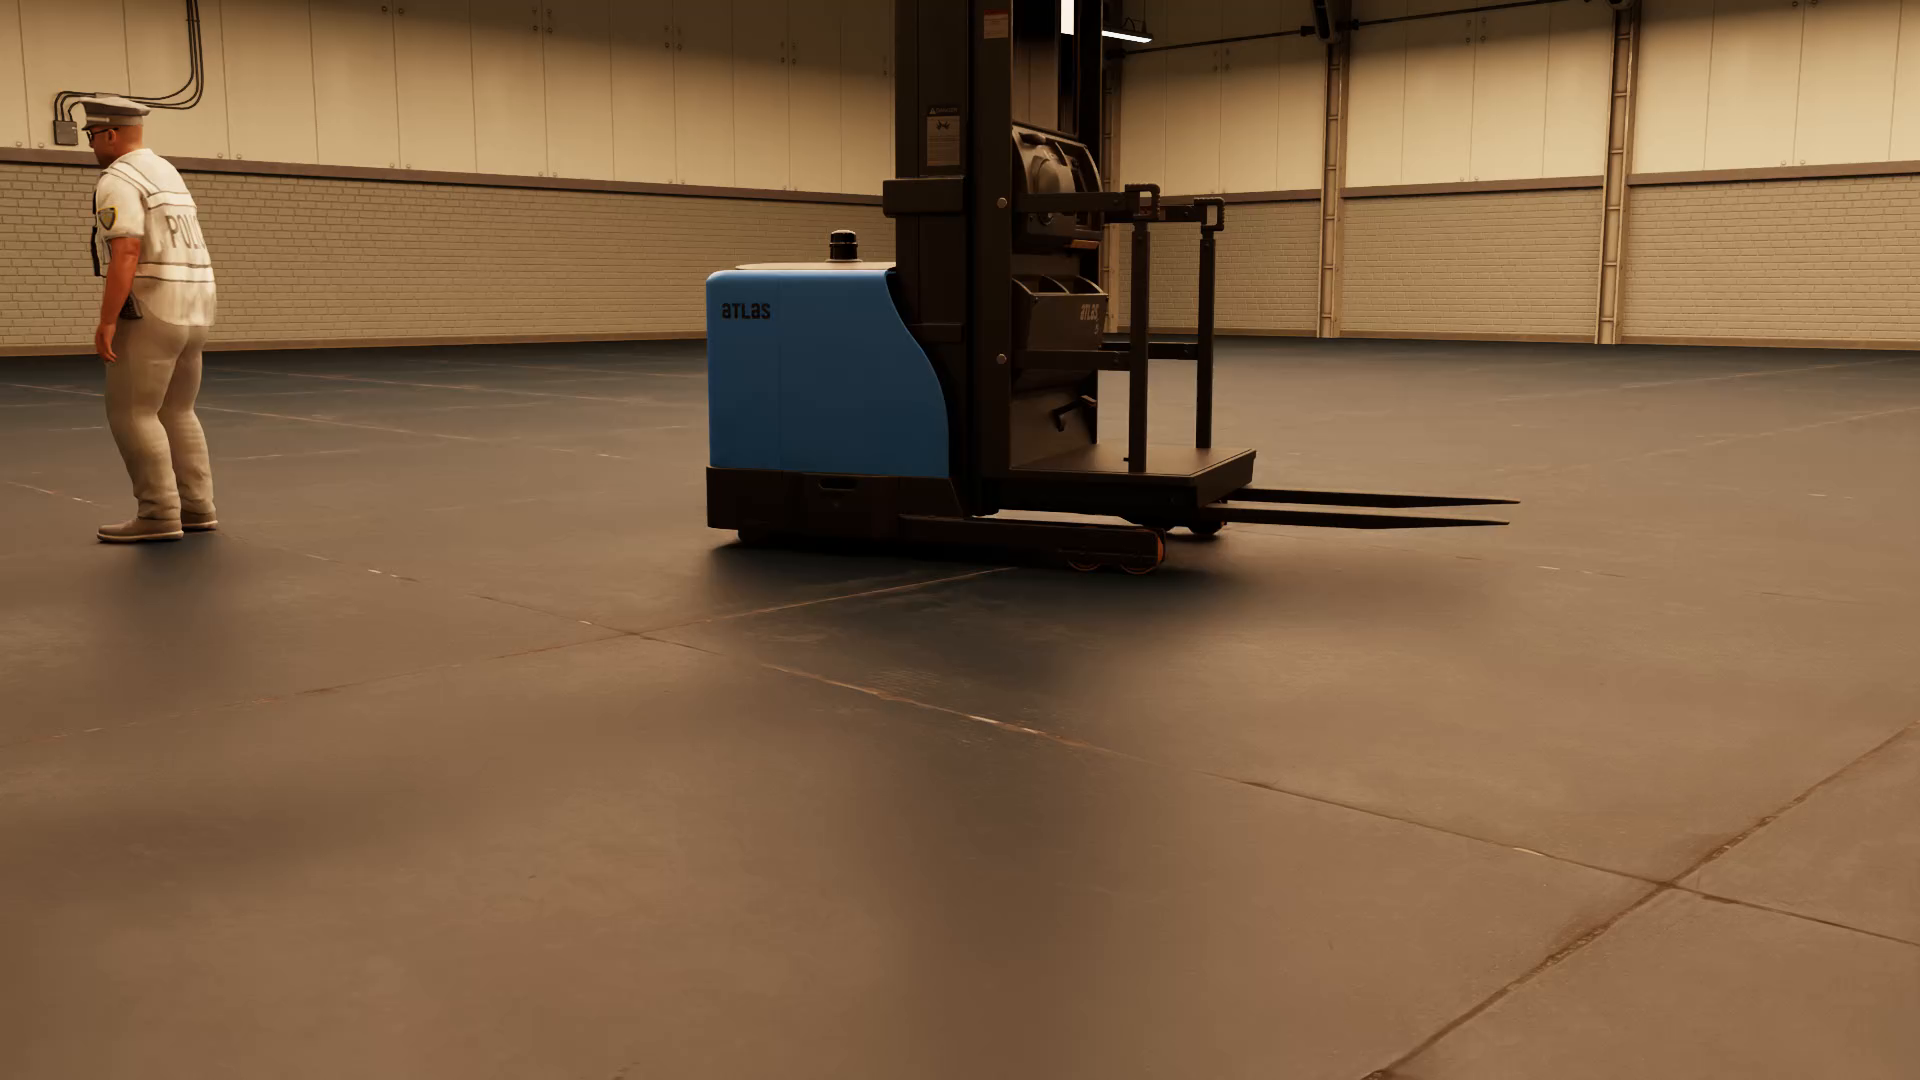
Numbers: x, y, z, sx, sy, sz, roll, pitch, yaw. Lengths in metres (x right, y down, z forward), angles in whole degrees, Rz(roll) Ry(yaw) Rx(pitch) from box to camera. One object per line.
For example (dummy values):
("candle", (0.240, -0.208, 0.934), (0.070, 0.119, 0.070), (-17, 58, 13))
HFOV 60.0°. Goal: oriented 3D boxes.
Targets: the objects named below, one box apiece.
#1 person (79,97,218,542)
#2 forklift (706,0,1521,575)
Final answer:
("person", (-3.248, -0.883, 6.696), (0.432, 1.750, 0.603), (0, 9, 1))
("forklift", (0.565, -1.416, 6.275), (3.031, 2.935, 1.130), (3, 9, 22))
